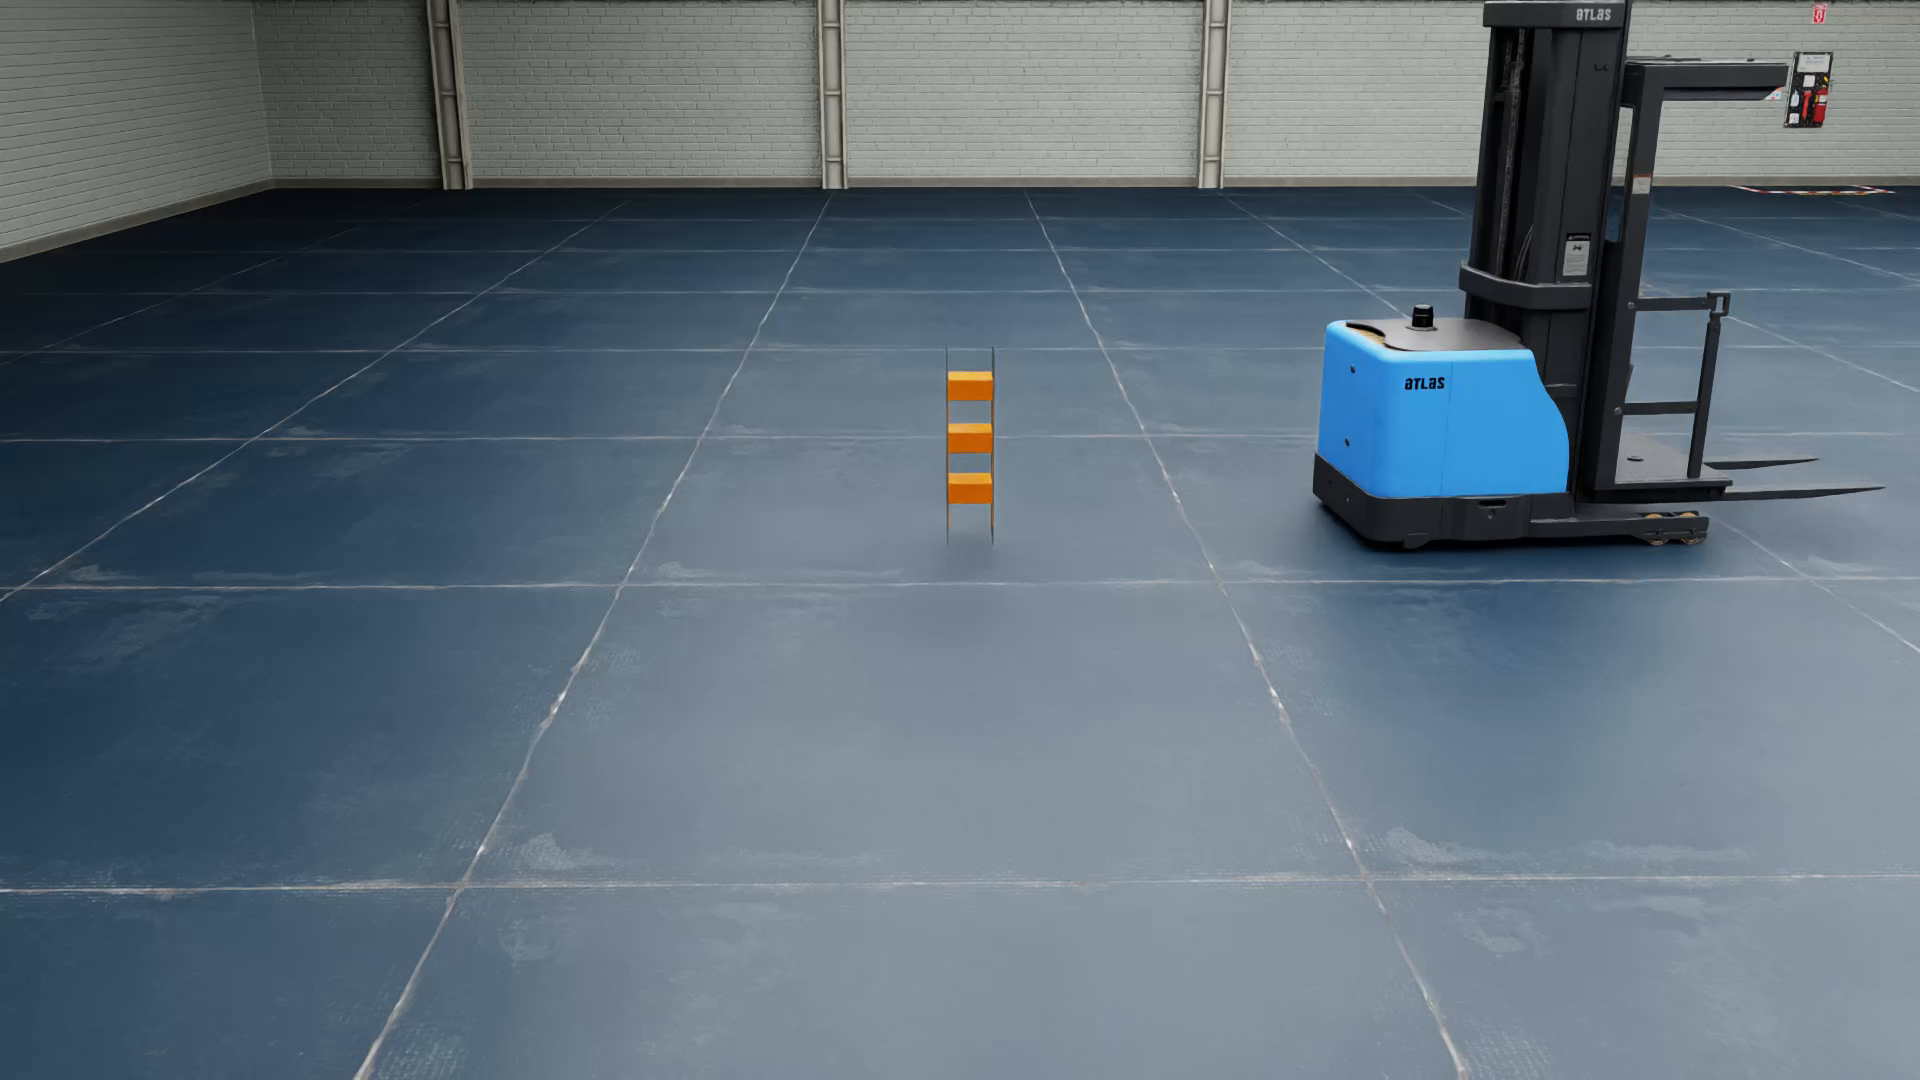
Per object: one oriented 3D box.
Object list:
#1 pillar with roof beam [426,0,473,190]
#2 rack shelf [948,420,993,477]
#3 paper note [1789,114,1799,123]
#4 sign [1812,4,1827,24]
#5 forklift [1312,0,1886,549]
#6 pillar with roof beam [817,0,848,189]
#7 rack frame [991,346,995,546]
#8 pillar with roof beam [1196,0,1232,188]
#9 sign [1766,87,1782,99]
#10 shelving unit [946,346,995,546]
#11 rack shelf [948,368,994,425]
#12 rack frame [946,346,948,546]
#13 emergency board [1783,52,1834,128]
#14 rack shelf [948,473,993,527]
[{"bbox_3d":[-7.927,-8.573,21.041,0.400,9.000,9.100,0,18,-1],"label":"pillar with roof beam"},{"bbox_3d":[0.053,-0.490,8.891,0.240,0.259,0.215,0,18,-1],"label":"rack shelf"},{"bbox_3d":[13.352,-6.748,26.613,0.142,0.148,0.016,0,18,-1],"label":"paper note"},{"bbox_3d":[13.521,-8.281,26.156,0.199,0.298,0.001,0,18,-1],"label":"sign"},{"bbox_3d":[3.605,-1.526,9.006,3.031,2.935,1.130,-2,18,-6],"label":"forklift"},{"bbox_3d":[-1.928,-8.602,21.131,0.400,9.000,9.100,0,18,-1],"label":"pillar with roof beam"},{"bbox_3d":[0.175,-0.501,8.890,0.008,1.050,0.200,0,18,-1],"label":"rack frame"},{"bbox_3d":[4.072,-8.631,21.221,0.400,9.000,9.100,0,18,-1],"label":"pillar with roof beam"},{"bbox_3d":[12.976,-7.193,26.500,0.234,0.329,0.001,0,18,-1],"label":"sign"},{"bbox_3d":[0.054,-0.500,8.888,0.252,1.050,0.215,0,18,-1],"label":"shelving unit"},{"bbox_3d":[0.053,-0.760,8.805,0.240,0.259,0.215,0,18,-1],"label":"rack shelf"},{"bbox_3d":[-0.068,-0.500,8.886,0.008,1.050,0.200,0,18,-1],"label":"rack frame"},{"bbox_3d":[13.531,-7.147,26.416,0.643,1.169,0.194,0,18,-1],"label":"emergency board"},{"bbox_3d":[0.053,-0.225,8.976,0.240,0.259,0.215,0,18,-1],"label":"rack shelf"}]
